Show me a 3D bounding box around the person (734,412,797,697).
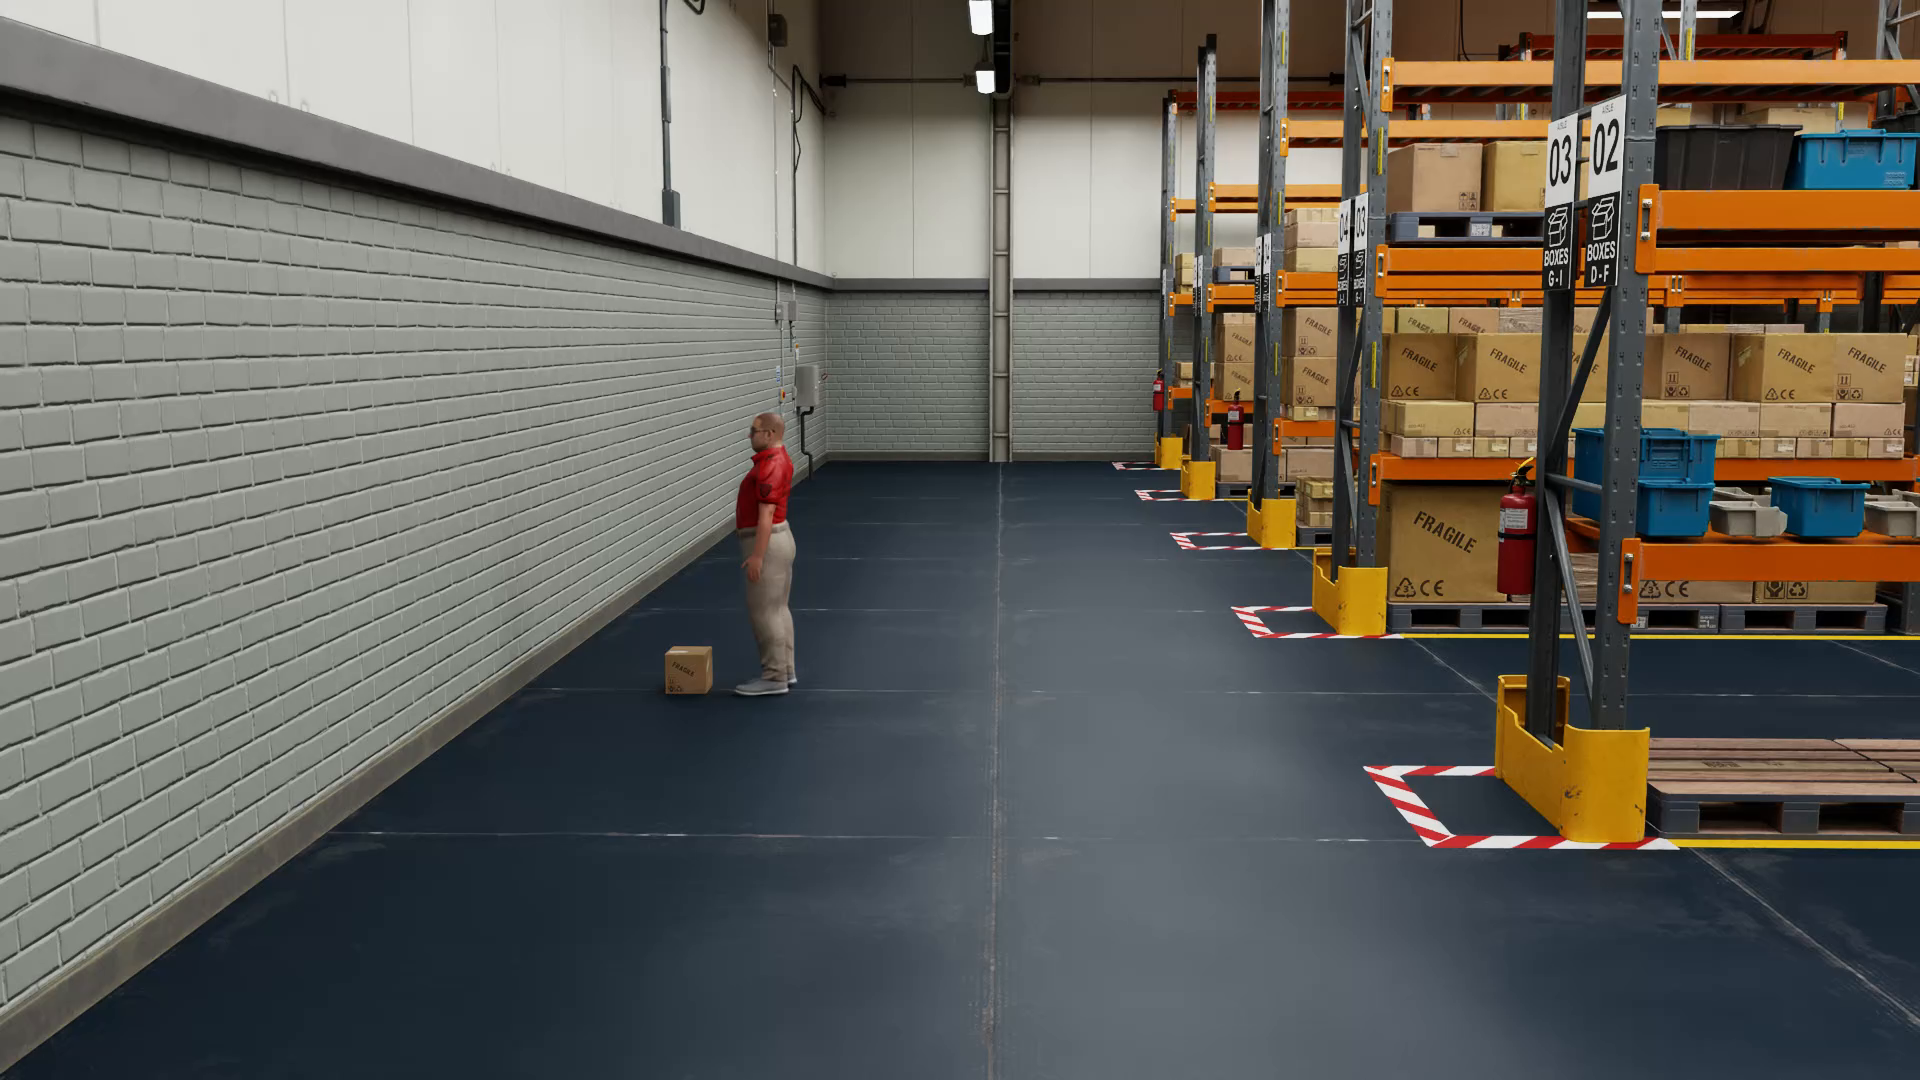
[{"bbox_3d":[-1.207,0.089,10.202,0.351,1.743,0.530,0,7,3],"label":"person"}]
